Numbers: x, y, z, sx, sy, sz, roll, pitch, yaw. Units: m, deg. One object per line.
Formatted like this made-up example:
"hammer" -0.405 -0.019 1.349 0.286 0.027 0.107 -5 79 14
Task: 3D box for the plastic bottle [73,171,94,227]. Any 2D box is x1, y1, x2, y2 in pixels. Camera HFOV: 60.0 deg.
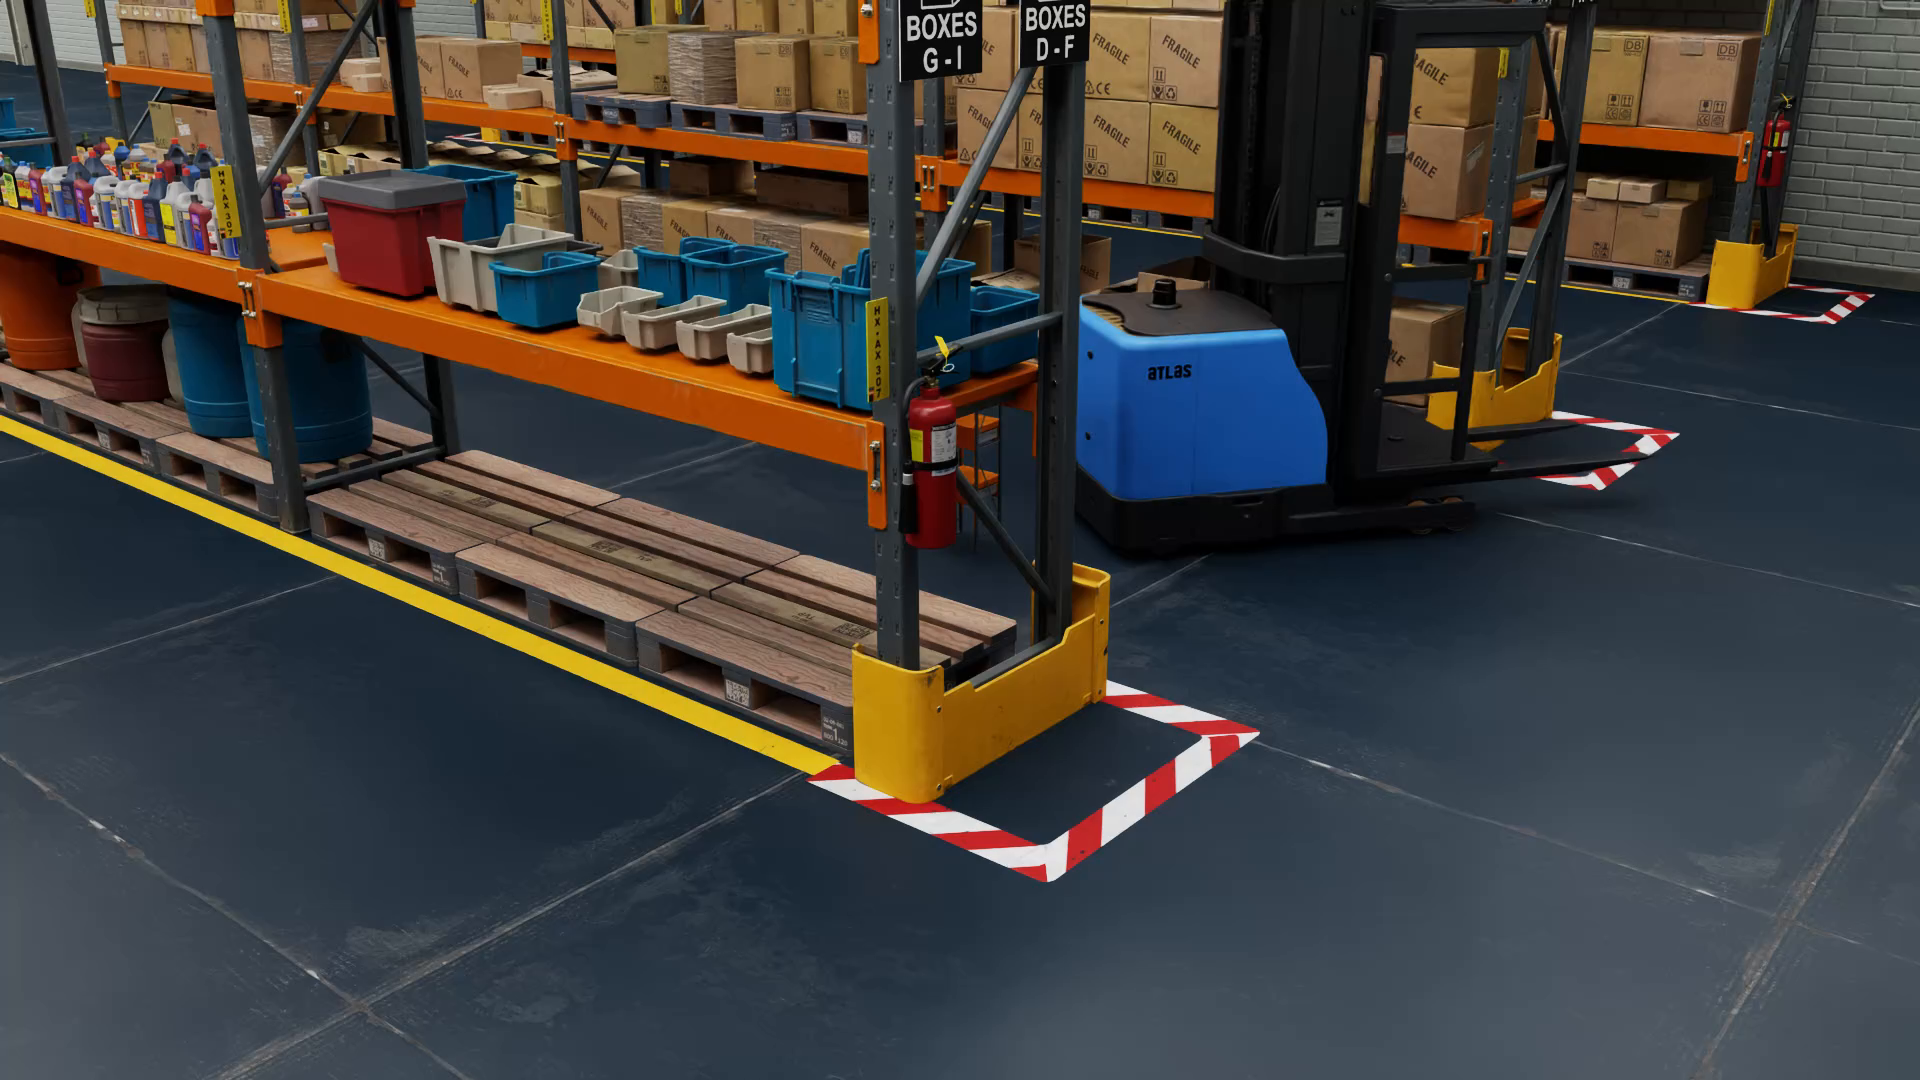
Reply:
"plastic bottle" -4.700 -1.833 8.943 0.133 0.283 0.061 16 26 36

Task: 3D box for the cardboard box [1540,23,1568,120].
"cardboard box" 4.781 -3.972 14.025 0.700 0.700 0.980 15 25 34

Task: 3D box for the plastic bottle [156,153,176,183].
"plastic bottle" -4.603 -2.102 9.655 0.133 0.283 0.061 16 26 36

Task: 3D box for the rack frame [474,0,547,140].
"rack frame" -6.057 -6.958 22.370 0.127 3.000 1.000 16 26 36

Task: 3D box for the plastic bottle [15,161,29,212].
"plastic bottle" -5.280 -2.003 9.410 0.097 0.271 0.097 0 21 0

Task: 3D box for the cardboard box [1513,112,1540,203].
"cardboard box" 3.032 -2.252 9.746 0.500 0.500 0.500 17 26 37

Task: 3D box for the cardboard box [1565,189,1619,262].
"cardboard box" 5.345 -2.656 13.908 0.500 0.500 0.700 16 26 36

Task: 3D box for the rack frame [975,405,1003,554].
"rack frame" 0.136 -0.452 7.879 0.008 1.050 0.200 16 26 36

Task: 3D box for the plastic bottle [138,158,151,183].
"plastic bottle" -4.907 -2.208 10.054 0.097 0.201 0.097 0 21 0

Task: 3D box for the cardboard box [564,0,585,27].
"cardboard box" -4.697 -6.718 20.853 0.500 0.500 0.500 17 27 38

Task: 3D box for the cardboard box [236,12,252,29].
"cardboard box" -7.033 -5.235 16.739 0.250 0.149 0.380 16 26 36

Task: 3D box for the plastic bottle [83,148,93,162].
"plastic bottle" -5.463 -2.368 10.478 0.097 0.201 0.097 0 21 0

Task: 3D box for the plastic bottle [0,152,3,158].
"plastic bottle" -5.896 -2.264 10.097 0.135 0.276 0.152 16 26 36

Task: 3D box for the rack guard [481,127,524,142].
"rack guard" -5.998 -5.772 22.766 0.348 0.500 1.175 16 26 36

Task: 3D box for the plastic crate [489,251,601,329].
"plastic crate" -1.679 -1.018 6.770 0.300 0.233 0.416 16 26 36

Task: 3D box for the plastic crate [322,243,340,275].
"plastic crate" -2.754 -1.335 7.745 0.243 0.136 0.396 16 26 36

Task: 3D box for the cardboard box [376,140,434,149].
"cardboard box" -5.593 -3.871 16.690 0.500 0.311 0.500 16 26 36

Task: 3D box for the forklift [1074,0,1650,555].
"forklift" 2.063 -1.571 8.180 3.031 2.935 1.130 -6 21 -14

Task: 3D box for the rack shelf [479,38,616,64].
"rack shelf" -4.508 -6.176 21.313 4.000 0.370 1.077 16 26 36

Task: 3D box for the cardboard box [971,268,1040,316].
"cardboard box" 0.299 -1.721 11.669 0.500 0.311 0.500 16 26 36

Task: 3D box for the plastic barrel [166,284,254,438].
"plastic barrel" -3.984 -1.072 9.138 0.708 0.901 0.600 16 26 36

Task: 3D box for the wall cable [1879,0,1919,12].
"wall cable" 7.929 -3.837 12.652 1.851 1.984 0.084 16 26 36

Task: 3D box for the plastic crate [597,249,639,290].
"plastic crate" -1.485 -1.171 7.312 0.466 0.136 0.293 16 26 36

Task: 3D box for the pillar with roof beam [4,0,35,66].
"pillar with roof beam" -21.635 -12.685 29.052 0.400 9.000 9.100 16 26 36

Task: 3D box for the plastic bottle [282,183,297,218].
"plastic bottle" -3.649 -1.846 9.094 0.097 0.201 0.097 0 21 0

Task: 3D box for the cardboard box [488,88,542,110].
"cardboard box" -3.860 -3.826 14.420 0.250 0.149 0.380 16 26 36

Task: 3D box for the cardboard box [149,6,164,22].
"cardboard box" -8.426 -5.636 17.802 0.250 0.149 0.380 16 26 35

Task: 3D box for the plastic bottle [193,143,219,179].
"plastic bottle" -4.311 -2.096 9.545 0.185 0.351 0.144 16 26 36

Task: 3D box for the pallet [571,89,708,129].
"pallet" -2.419 -3.597 13.727 1.003 0.211 1.213 16 26 36

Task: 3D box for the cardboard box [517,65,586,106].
"cardboard box" -3.559 -4.029 14.729 0.500 0.311 0.500 16 26 36

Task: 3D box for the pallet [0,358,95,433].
"pallet" -5.486 -0.996 10.511 1.213 0.211 1.003 16 26 36

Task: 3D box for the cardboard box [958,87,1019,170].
"cardboard box" 0.333 -2.785 11.160 0.500 0.500 0.500 17 26 38

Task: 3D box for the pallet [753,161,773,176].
"pallet" -2.354 -4.588 20.036 1.213 0.211 1.003 16 26 36

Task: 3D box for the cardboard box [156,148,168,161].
"cardboard box" -8.522 -4.222 18.416 0.500 0.250 0.500 16 26 36

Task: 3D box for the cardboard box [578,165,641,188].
"cardboard box" -3.209 -3.188 14.878 0.500 0.311 0.500 17 27 38

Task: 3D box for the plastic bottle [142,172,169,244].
"plastic bottle" -4.087 -1.707 8.513 0.185 0.351 0.144 16 26 36

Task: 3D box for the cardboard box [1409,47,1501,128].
"cardboard box" 2.690 -2.573 9.180 0.500 0.500 0.500 16 26 36

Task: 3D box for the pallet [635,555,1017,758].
"pallet" -0.540 0.430 6.730 1.213 0.211 1.003 16 26 36

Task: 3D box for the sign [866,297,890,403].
"sign" -0.261 -0.603 5.285 0.005 0.325 0.100 16 26 36

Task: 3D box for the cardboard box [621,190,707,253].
"cardboard box" -2.408 -2.560 13.625 0.500 0.500 0.500 15 25 34

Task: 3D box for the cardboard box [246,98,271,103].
"cardboard box" -7.799 -4.607 18.373 0.500 0.500 0.500 16 26 36

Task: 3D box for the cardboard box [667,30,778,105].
"cardboard box" -1.842 -3.696 12.981 0.700 0.500 0.500 -16 26 -37

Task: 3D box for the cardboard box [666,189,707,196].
"cardboard box" -2.116 -2.710 14.024 0.500 0.500 0.500 17 27 38

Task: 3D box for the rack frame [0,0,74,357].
"rack frame" -6.124 -2.465 10.455 0.127 3.000 1.000 16 26 36

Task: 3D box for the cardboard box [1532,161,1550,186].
"cardboard box" 4.973 -3.157 14.317 0.250 0.149 0.380 16 26 37

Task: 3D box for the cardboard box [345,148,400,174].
"cardboard box" -5.540 -3.610 15.997 0.500 0.311 0.500 16 26 36

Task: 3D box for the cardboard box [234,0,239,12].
"cardboard box" -7.215 -5.686 17.016 0.500 0.500 0.700 16 26 36

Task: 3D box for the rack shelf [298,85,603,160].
"rack shelf" -4.538 -3.928 15.354 4.000 0.370 1.077 16 26 36

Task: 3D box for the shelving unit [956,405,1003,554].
"shelving unit" 0.041 -0.479 7.951 0.252 1.050 0.215 16 26 36

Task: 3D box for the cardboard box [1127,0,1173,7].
"cardboard box" 1.931 -5.092 15.766 0.500 0.250 0.500 17 26 37

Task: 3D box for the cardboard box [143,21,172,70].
"cardboard box" -8.423 -5.427 18.166 0.500 0.500 0.700 17 26 38

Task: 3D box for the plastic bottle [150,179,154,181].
"plastic bottle" -4.248 -1.775 8.806 0.097 0.271 0.097 0 21 0

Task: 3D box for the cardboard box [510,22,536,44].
"cardboard box" -5.469 -6.590 21.577 0.500 0.250 0.500 15 25 35

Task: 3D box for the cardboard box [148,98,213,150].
"cardboard box" -8.523 -4.573 18.282 0.500 0.500 0.500 16 26 36
